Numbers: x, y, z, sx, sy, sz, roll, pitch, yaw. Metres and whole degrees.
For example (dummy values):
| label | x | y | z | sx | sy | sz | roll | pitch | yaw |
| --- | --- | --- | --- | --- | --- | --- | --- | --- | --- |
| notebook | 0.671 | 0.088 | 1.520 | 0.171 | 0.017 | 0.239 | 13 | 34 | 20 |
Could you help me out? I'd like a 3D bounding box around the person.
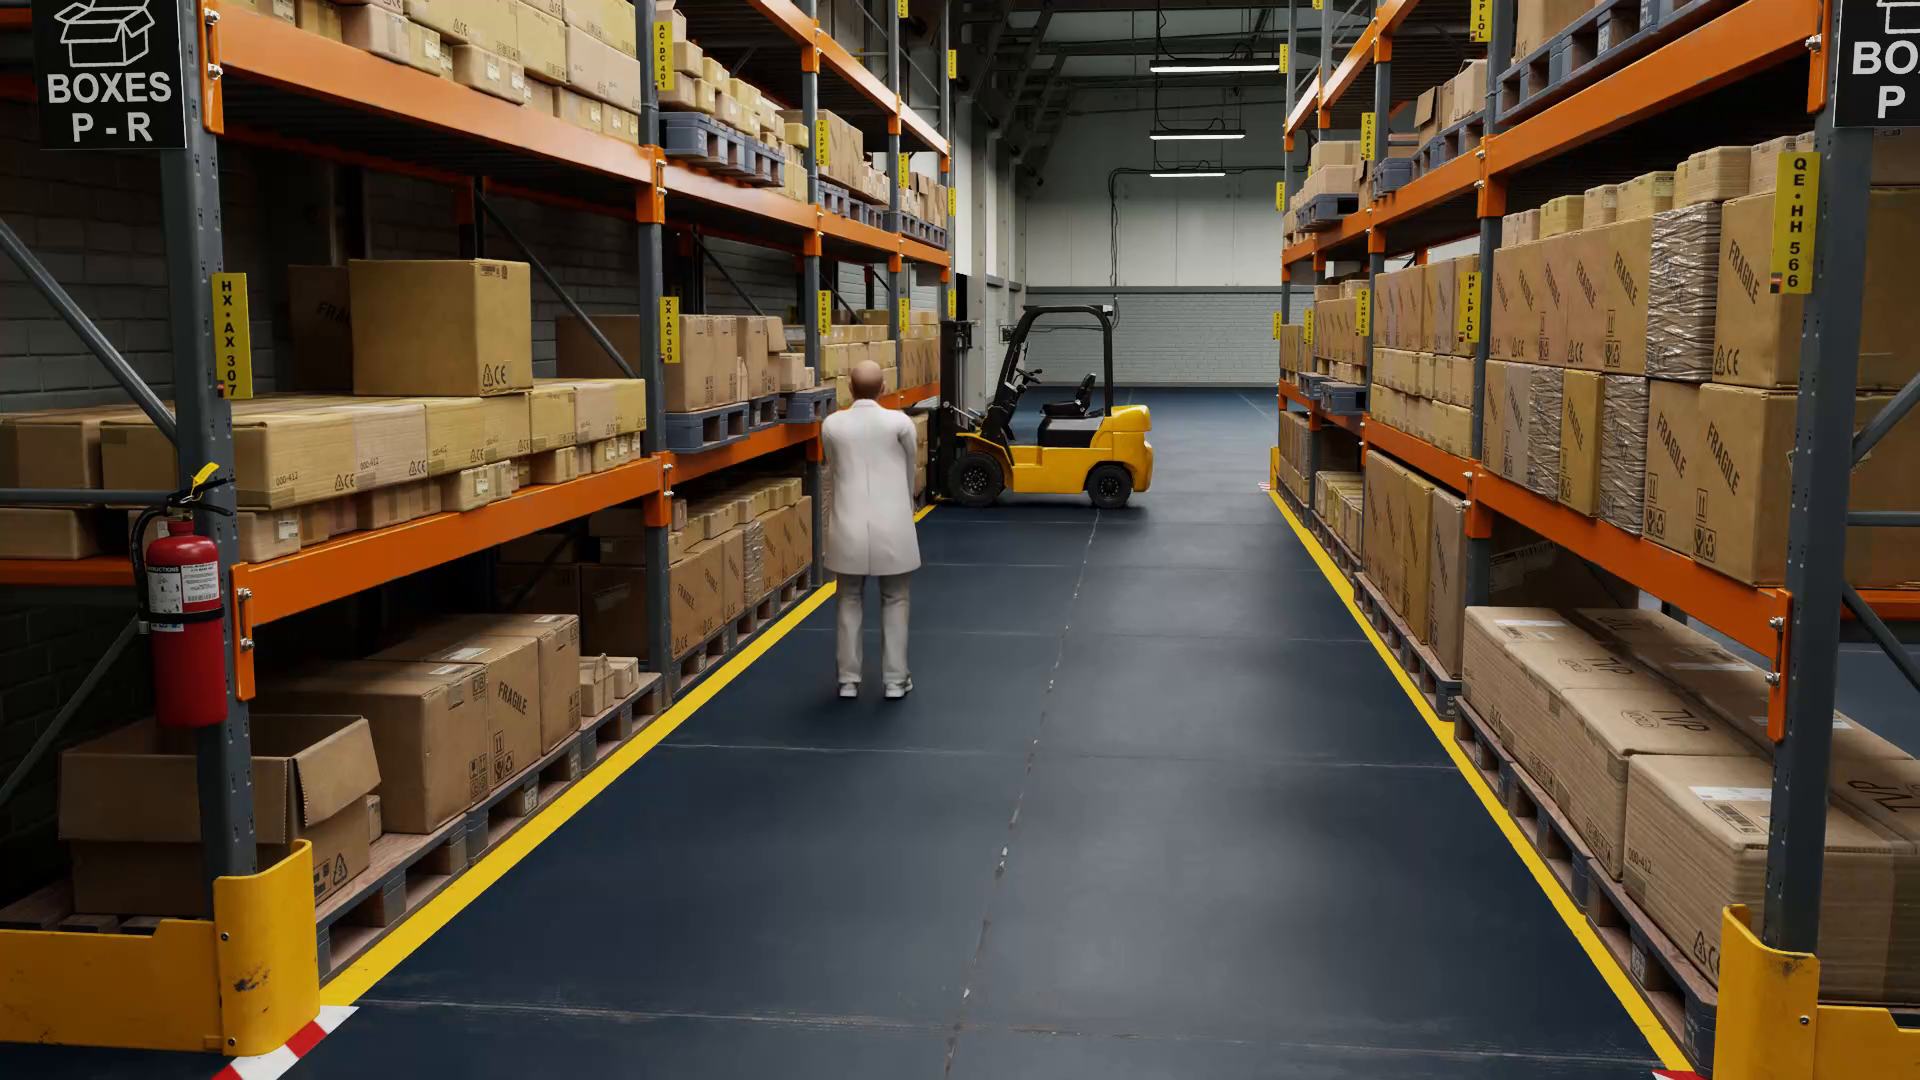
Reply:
| label | x | y | z | sx | sy | sz | roll | pitch | yaw |
| --- | --- | --- | --- | --- | --- | --- | --- | --- | --- |
| person | -0.464 | -0.070 | 8.896 | 0.528 | 1.781 | 0.565 | 1 | 7 | 4 |
